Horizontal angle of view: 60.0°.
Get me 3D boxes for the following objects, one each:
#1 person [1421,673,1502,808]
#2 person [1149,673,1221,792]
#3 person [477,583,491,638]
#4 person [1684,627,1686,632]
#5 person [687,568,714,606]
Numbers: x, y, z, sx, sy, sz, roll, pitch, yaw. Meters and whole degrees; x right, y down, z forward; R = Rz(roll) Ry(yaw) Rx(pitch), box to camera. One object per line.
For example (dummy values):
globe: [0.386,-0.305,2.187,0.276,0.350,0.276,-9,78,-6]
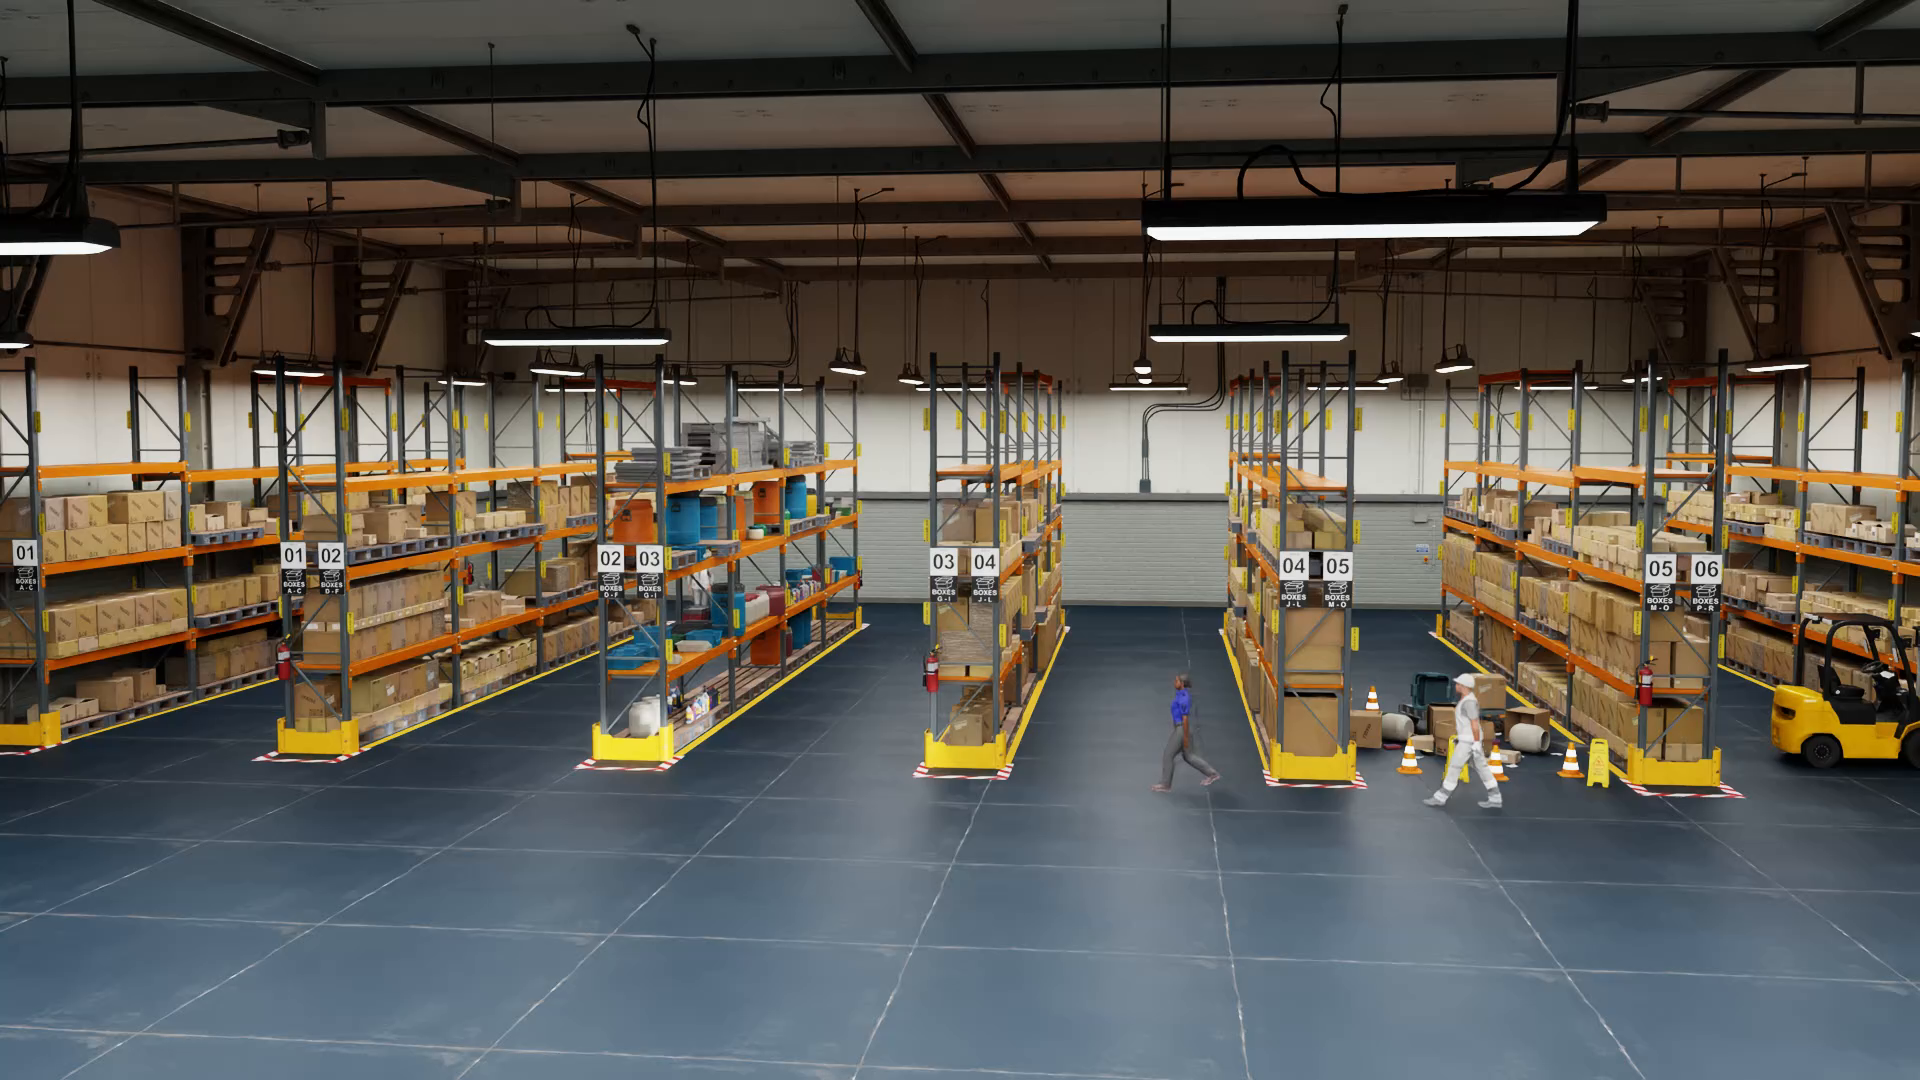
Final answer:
person: [6.518,2.585,21.537,0.993,1.724,0.584,2,4,23]
person: [3.044,2.601,22.468,0.965,1.599,0.447,0,4,6]
person: [-10.148,1.689,35.621,0.575,1.600,0.692,1,4,16]
person: [12.413,2.085,28.956,0.643,1.761,0.654,-1,4,-17]
person: [-6.490,1.201,41.611,0.684,1.724,0.602,0,4,0]
